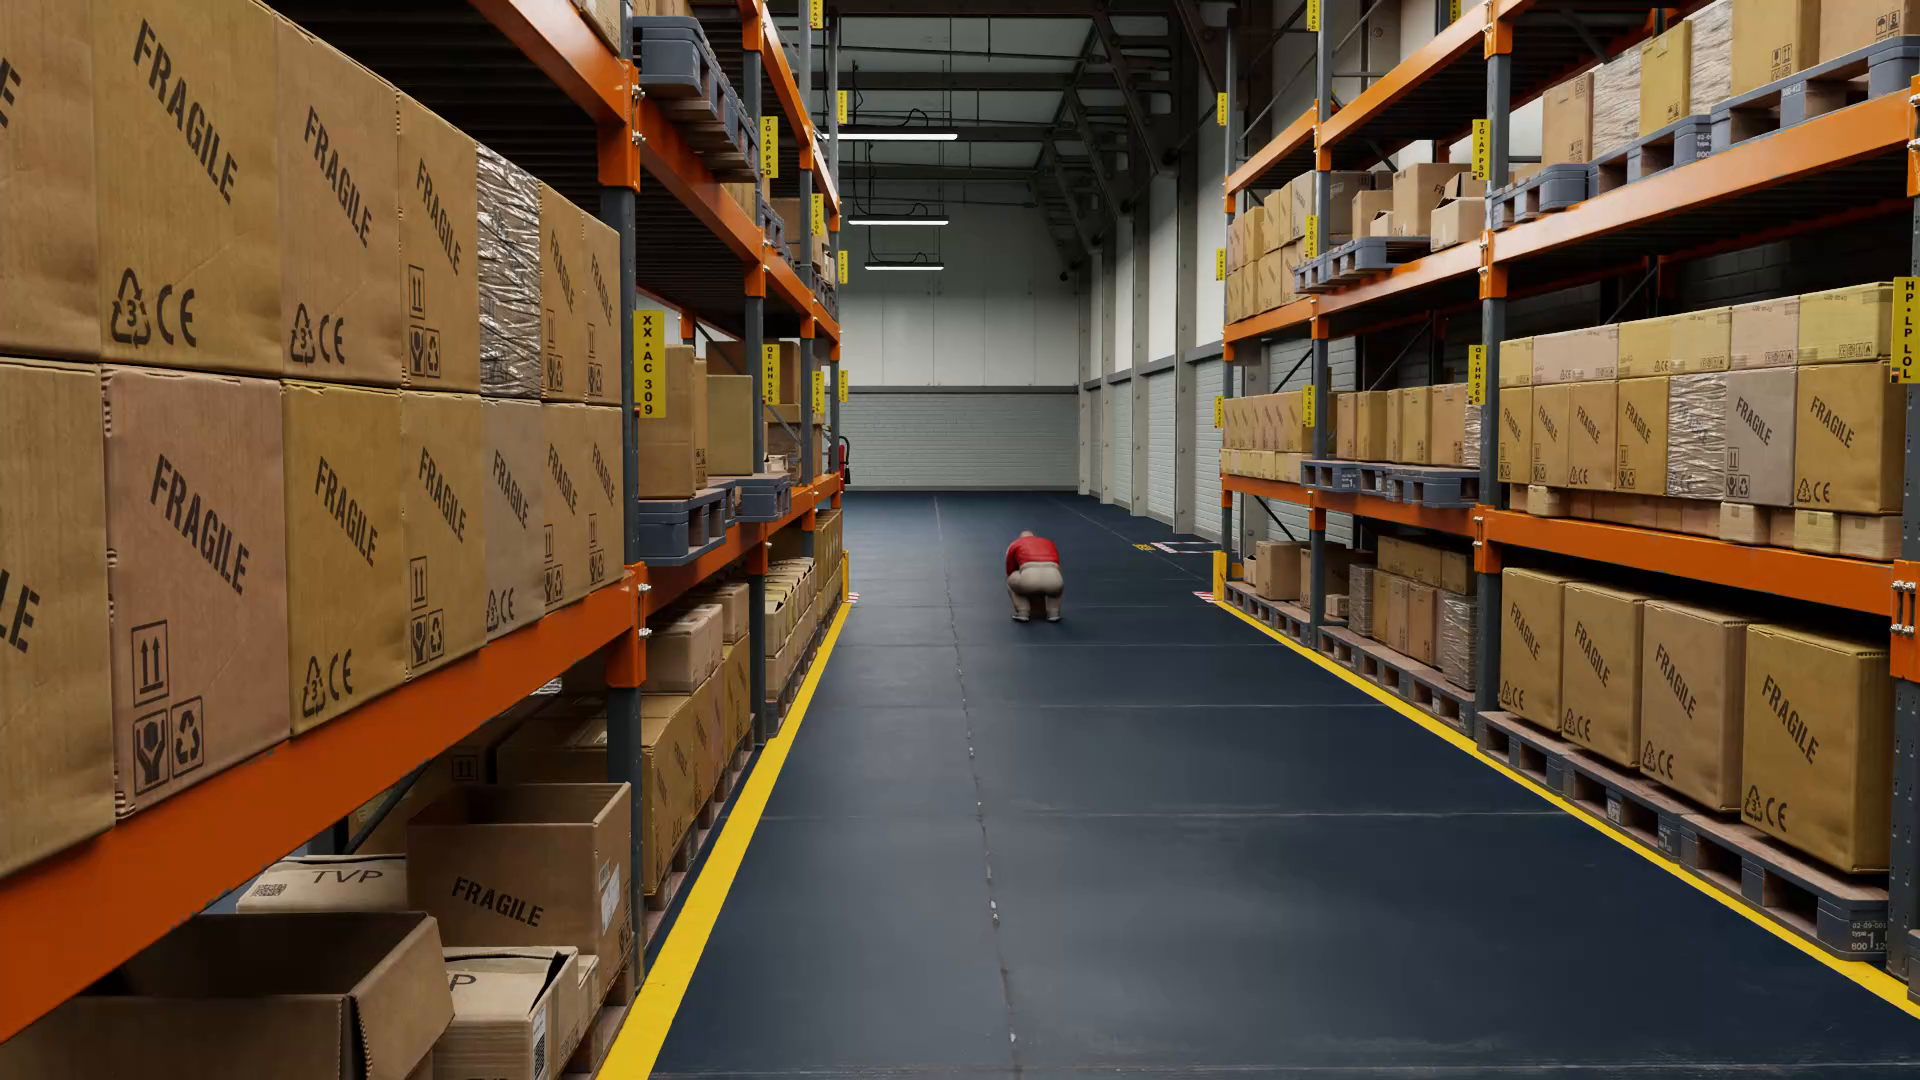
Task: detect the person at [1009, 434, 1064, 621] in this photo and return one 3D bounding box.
[{"bbox_3d":[0.695,-0.118,15.281,0.494,1.714,0.538,0,4,0],"label":"person"}]
